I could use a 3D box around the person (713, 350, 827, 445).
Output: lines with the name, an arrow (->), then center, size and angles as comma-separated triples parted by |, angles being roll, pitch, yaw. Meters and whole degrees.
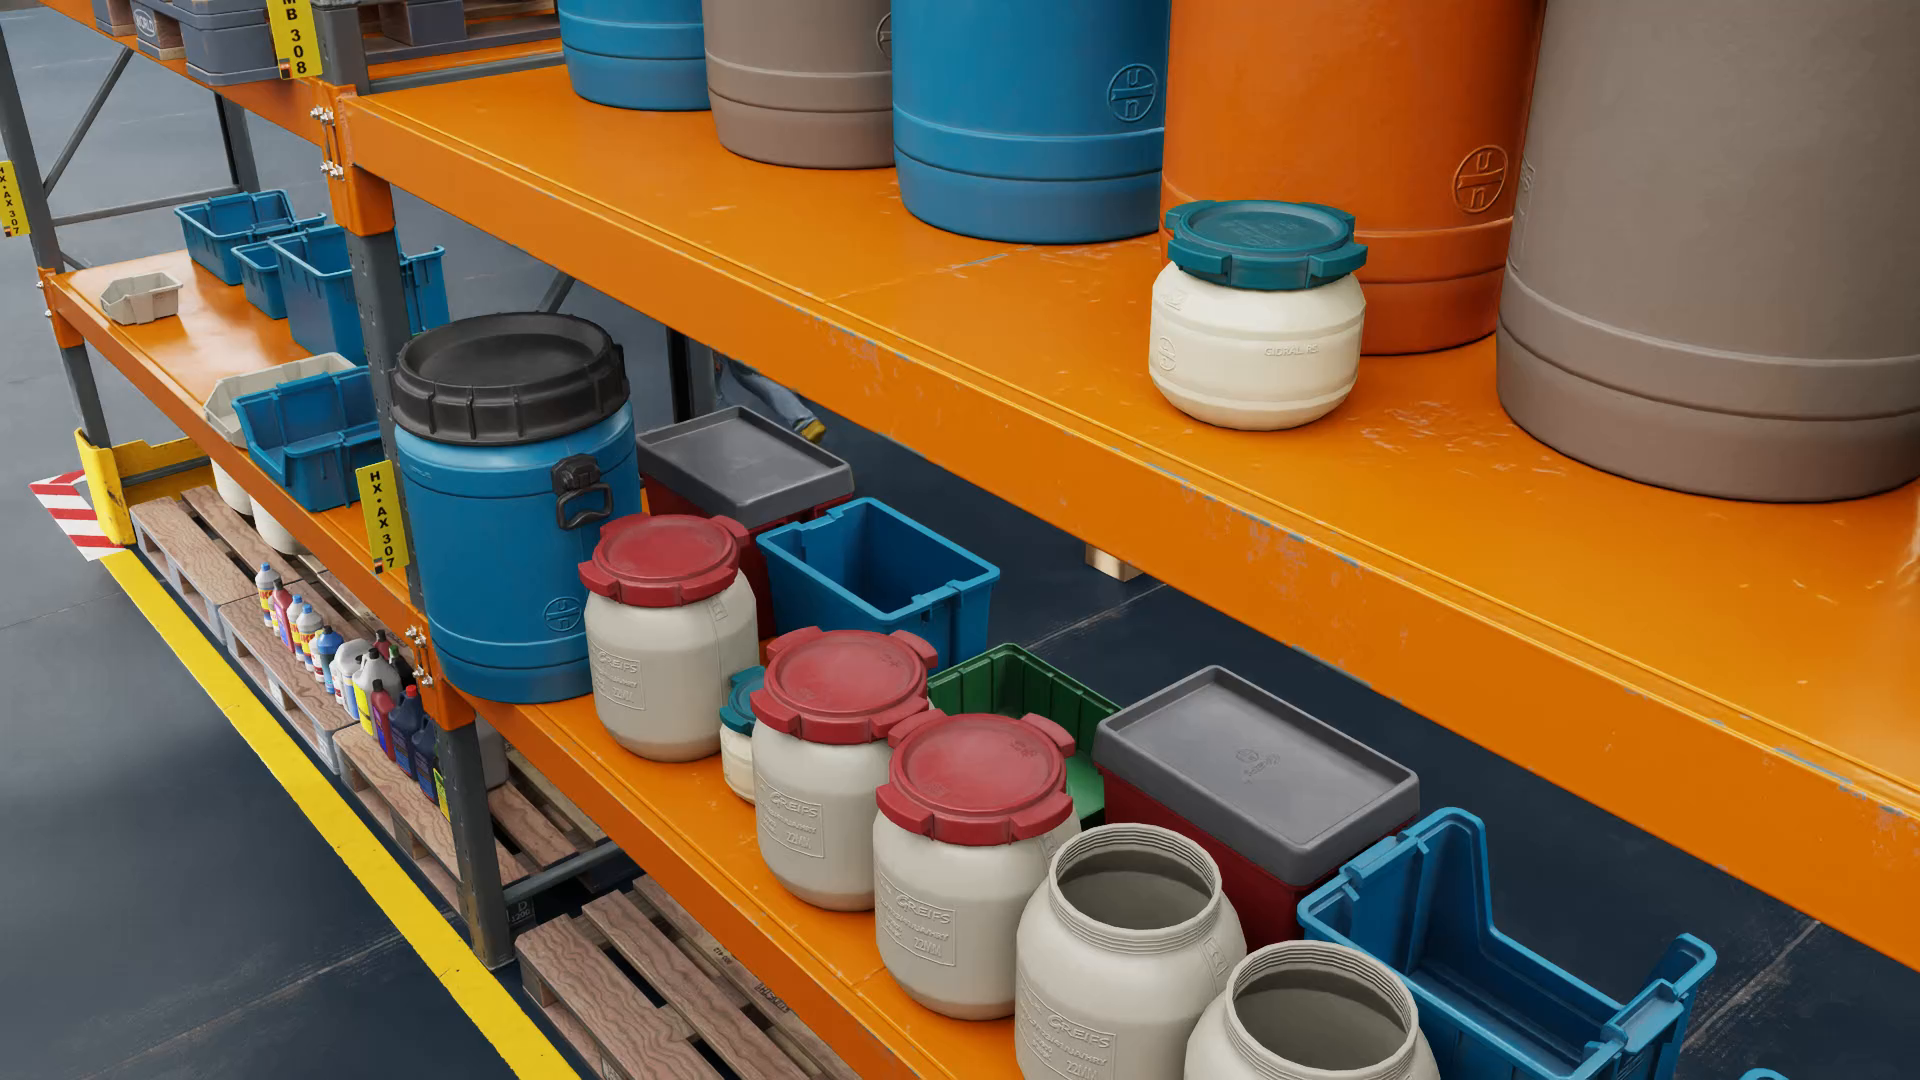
person -> -1.087, -1.092, 8.112 | 0.774, 1.750, 0.600 | 16, 32, 28
